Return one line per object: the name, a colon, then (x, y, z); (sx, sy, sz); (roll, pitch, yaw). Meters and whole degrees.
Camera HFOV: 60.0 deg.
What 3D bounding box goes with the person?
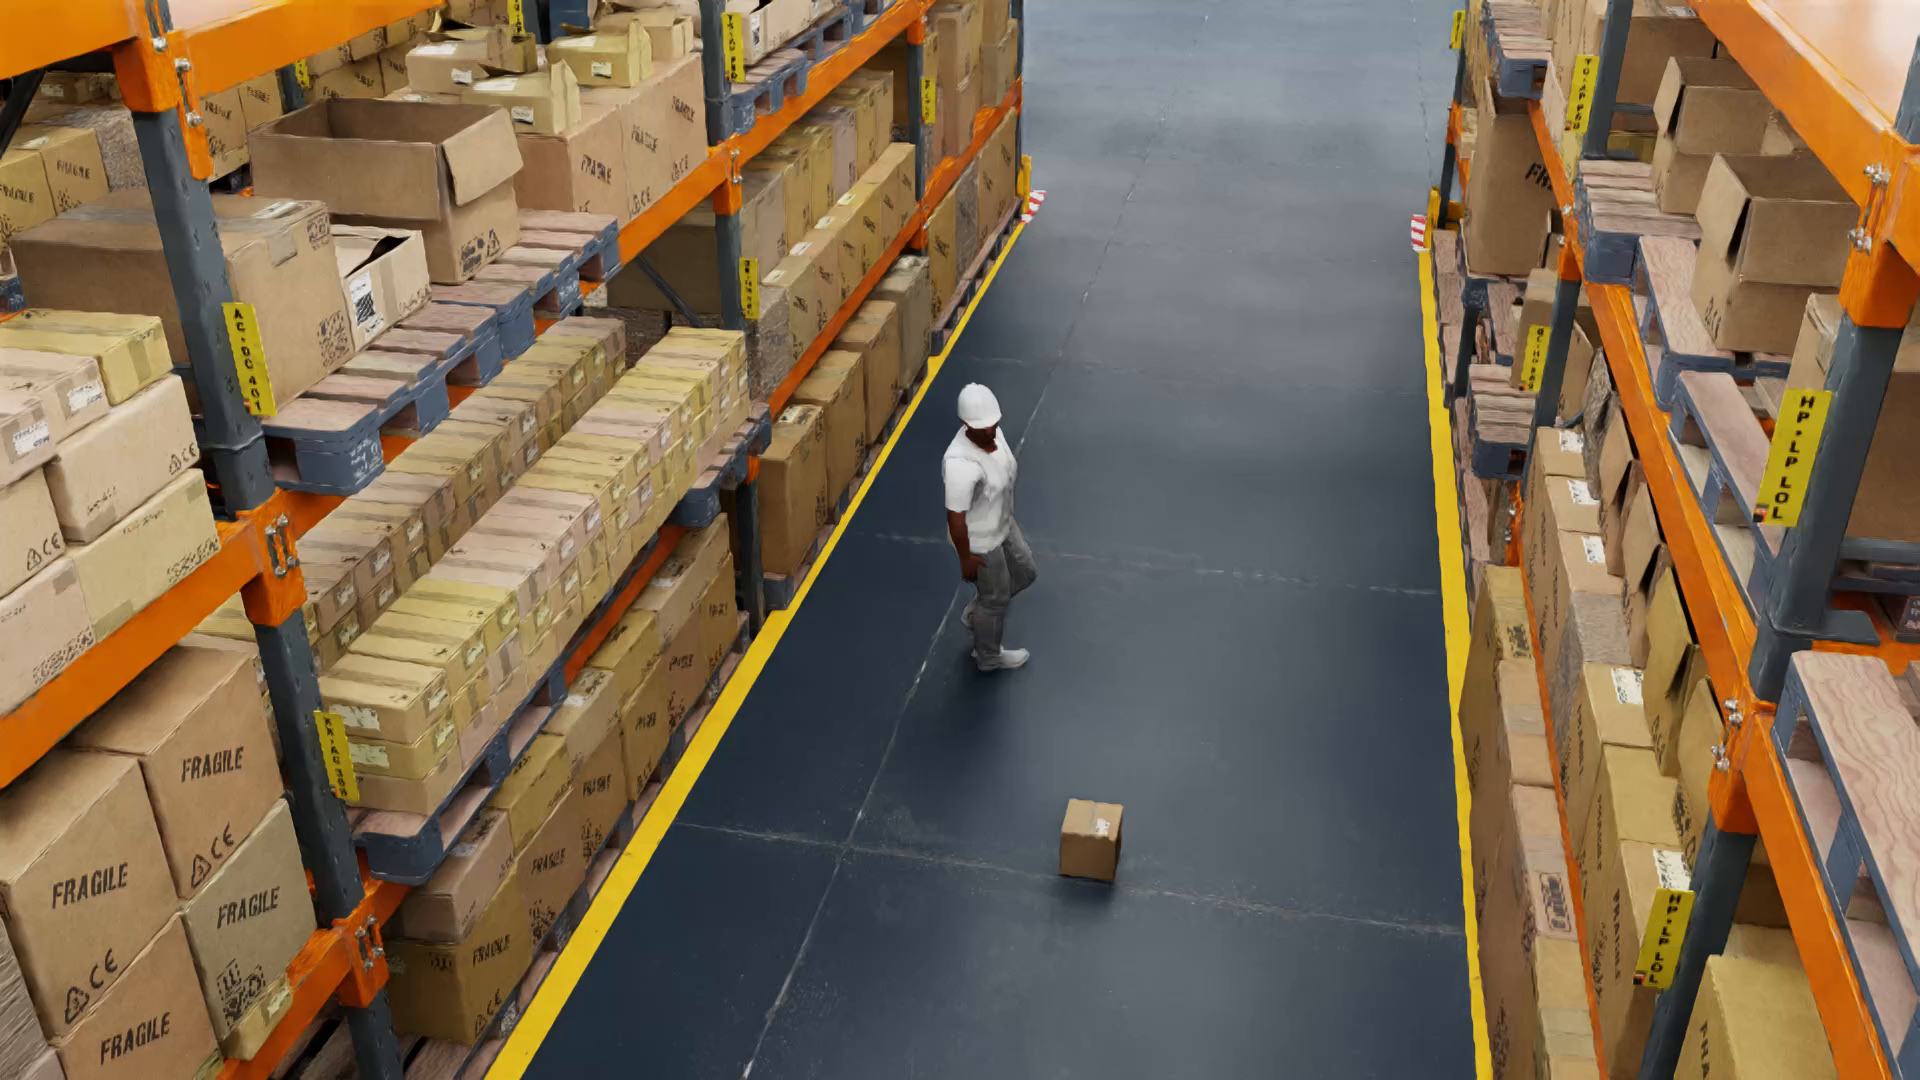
person: (0.165, -0.047, 8.697); (0.434, 1.753, 0.700); (6, 29, 11)
